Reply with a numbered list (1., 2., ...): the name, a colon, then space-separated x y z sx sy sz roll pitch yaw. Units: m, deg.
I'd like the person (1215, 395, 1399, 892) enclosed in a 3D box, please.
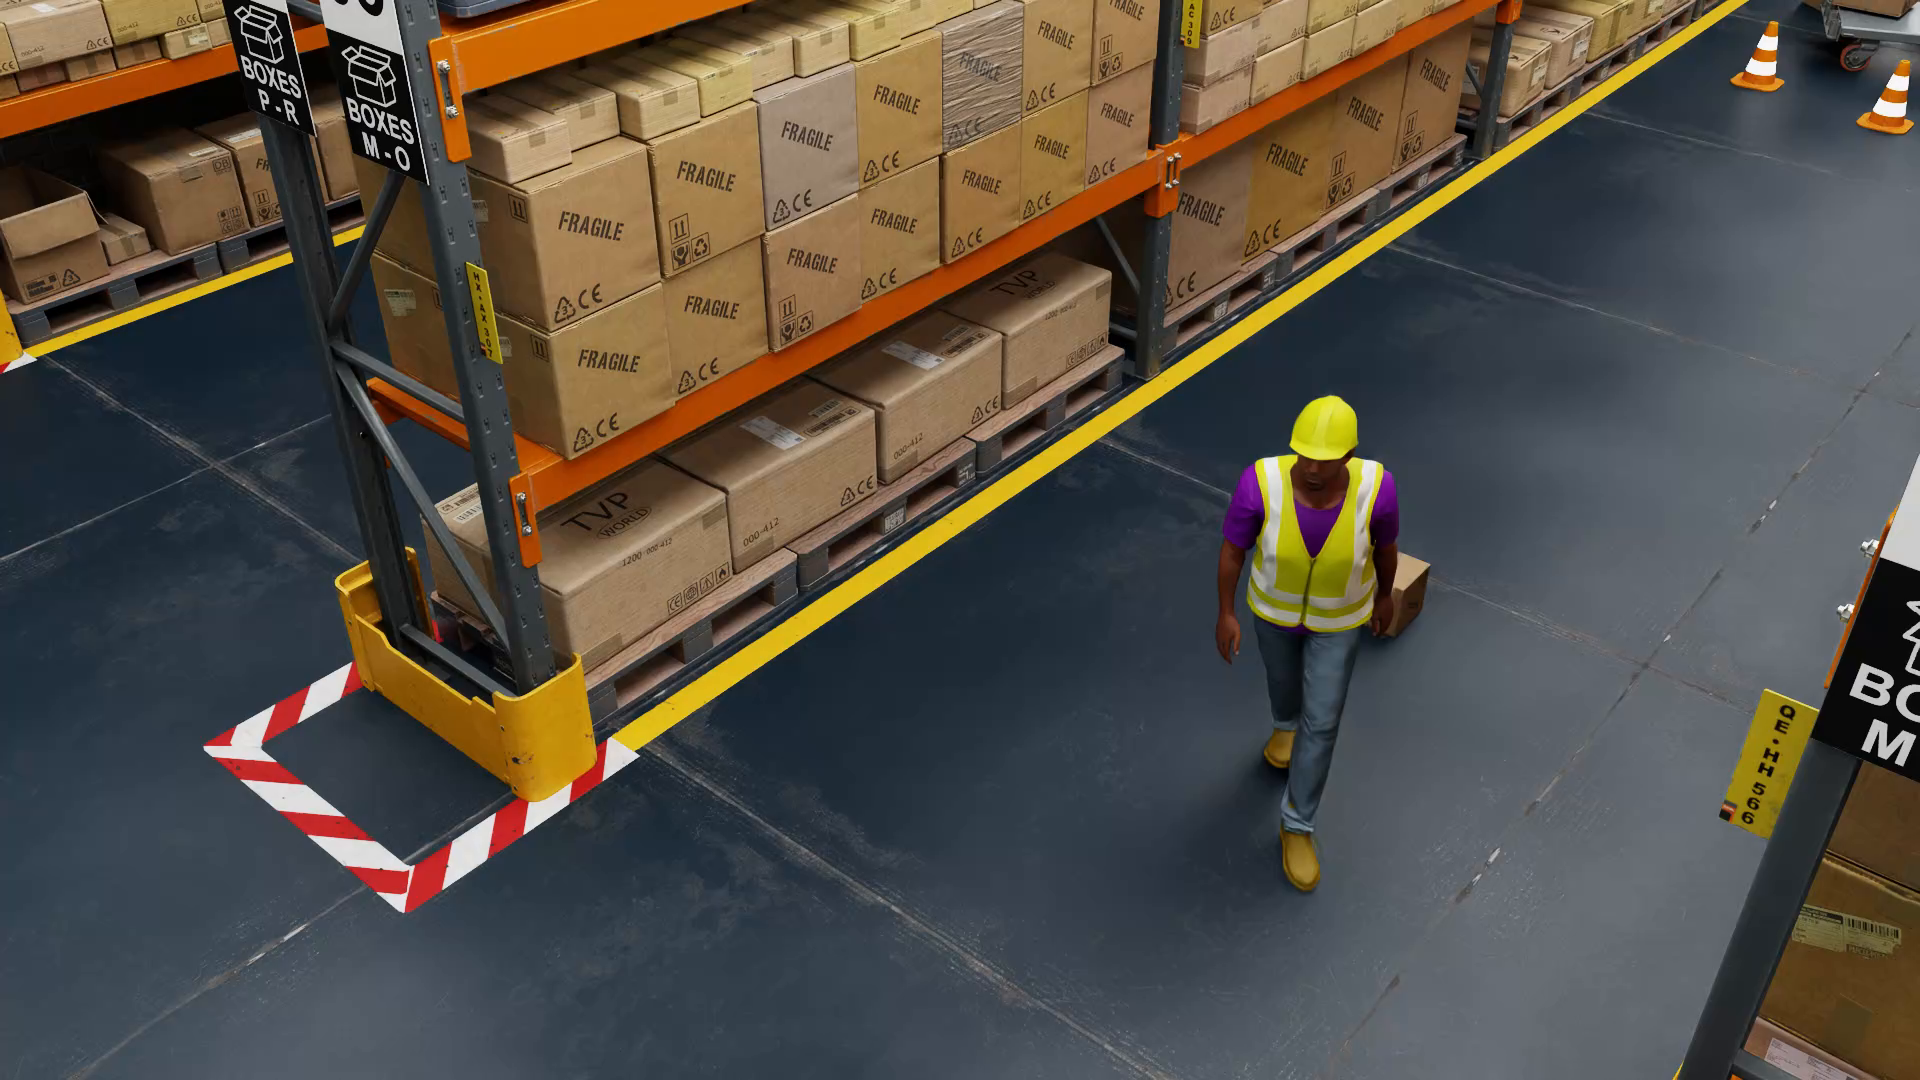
1. person: 1.179 0.258 5.748 0.605 1.734 0.879 11 36 16
